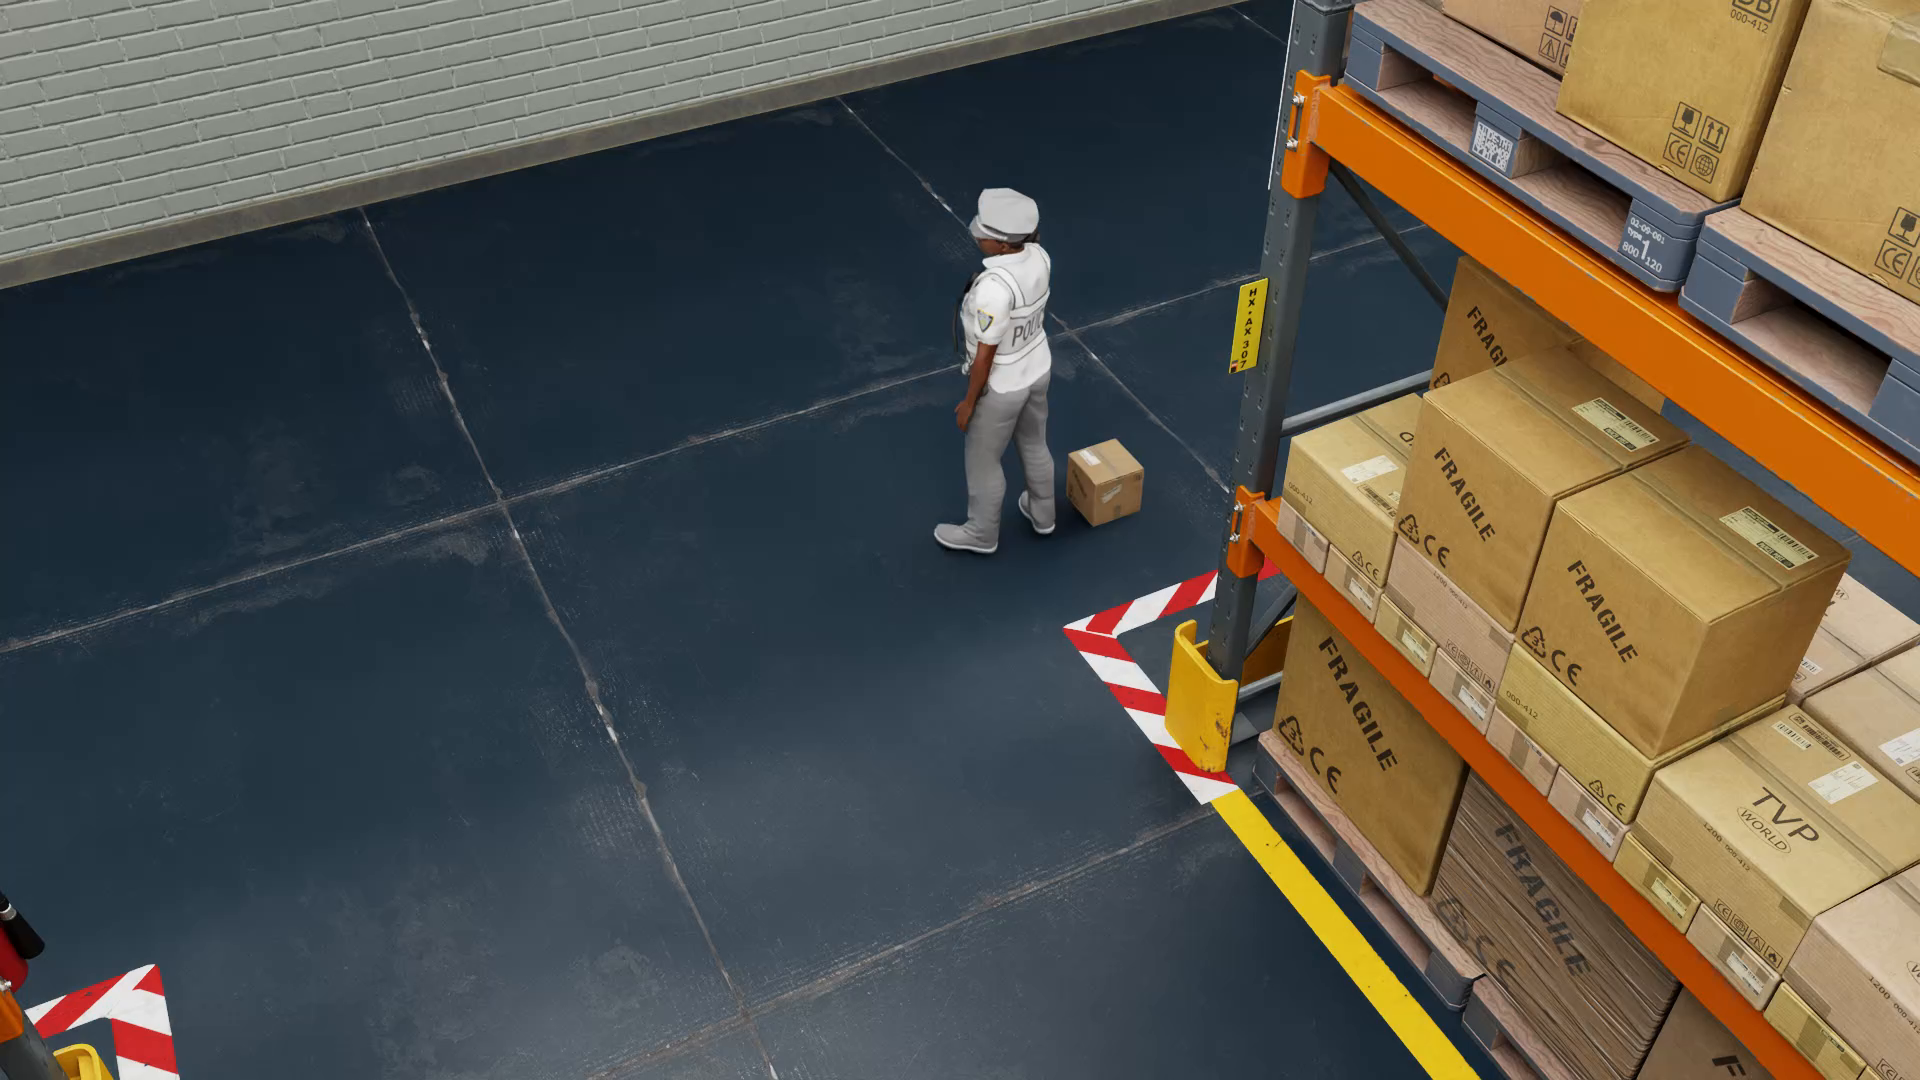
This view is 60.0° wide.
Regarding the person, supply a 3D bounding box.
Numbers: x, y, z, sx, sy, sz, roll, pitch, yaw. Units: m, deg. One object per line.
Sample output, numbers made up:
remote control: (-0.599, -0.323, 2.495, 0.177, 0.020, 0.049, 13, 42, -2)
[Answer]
person: (0.181, -0.675, 6.876, 0.429, 1.677, 0.537, 25, 47, 26)
